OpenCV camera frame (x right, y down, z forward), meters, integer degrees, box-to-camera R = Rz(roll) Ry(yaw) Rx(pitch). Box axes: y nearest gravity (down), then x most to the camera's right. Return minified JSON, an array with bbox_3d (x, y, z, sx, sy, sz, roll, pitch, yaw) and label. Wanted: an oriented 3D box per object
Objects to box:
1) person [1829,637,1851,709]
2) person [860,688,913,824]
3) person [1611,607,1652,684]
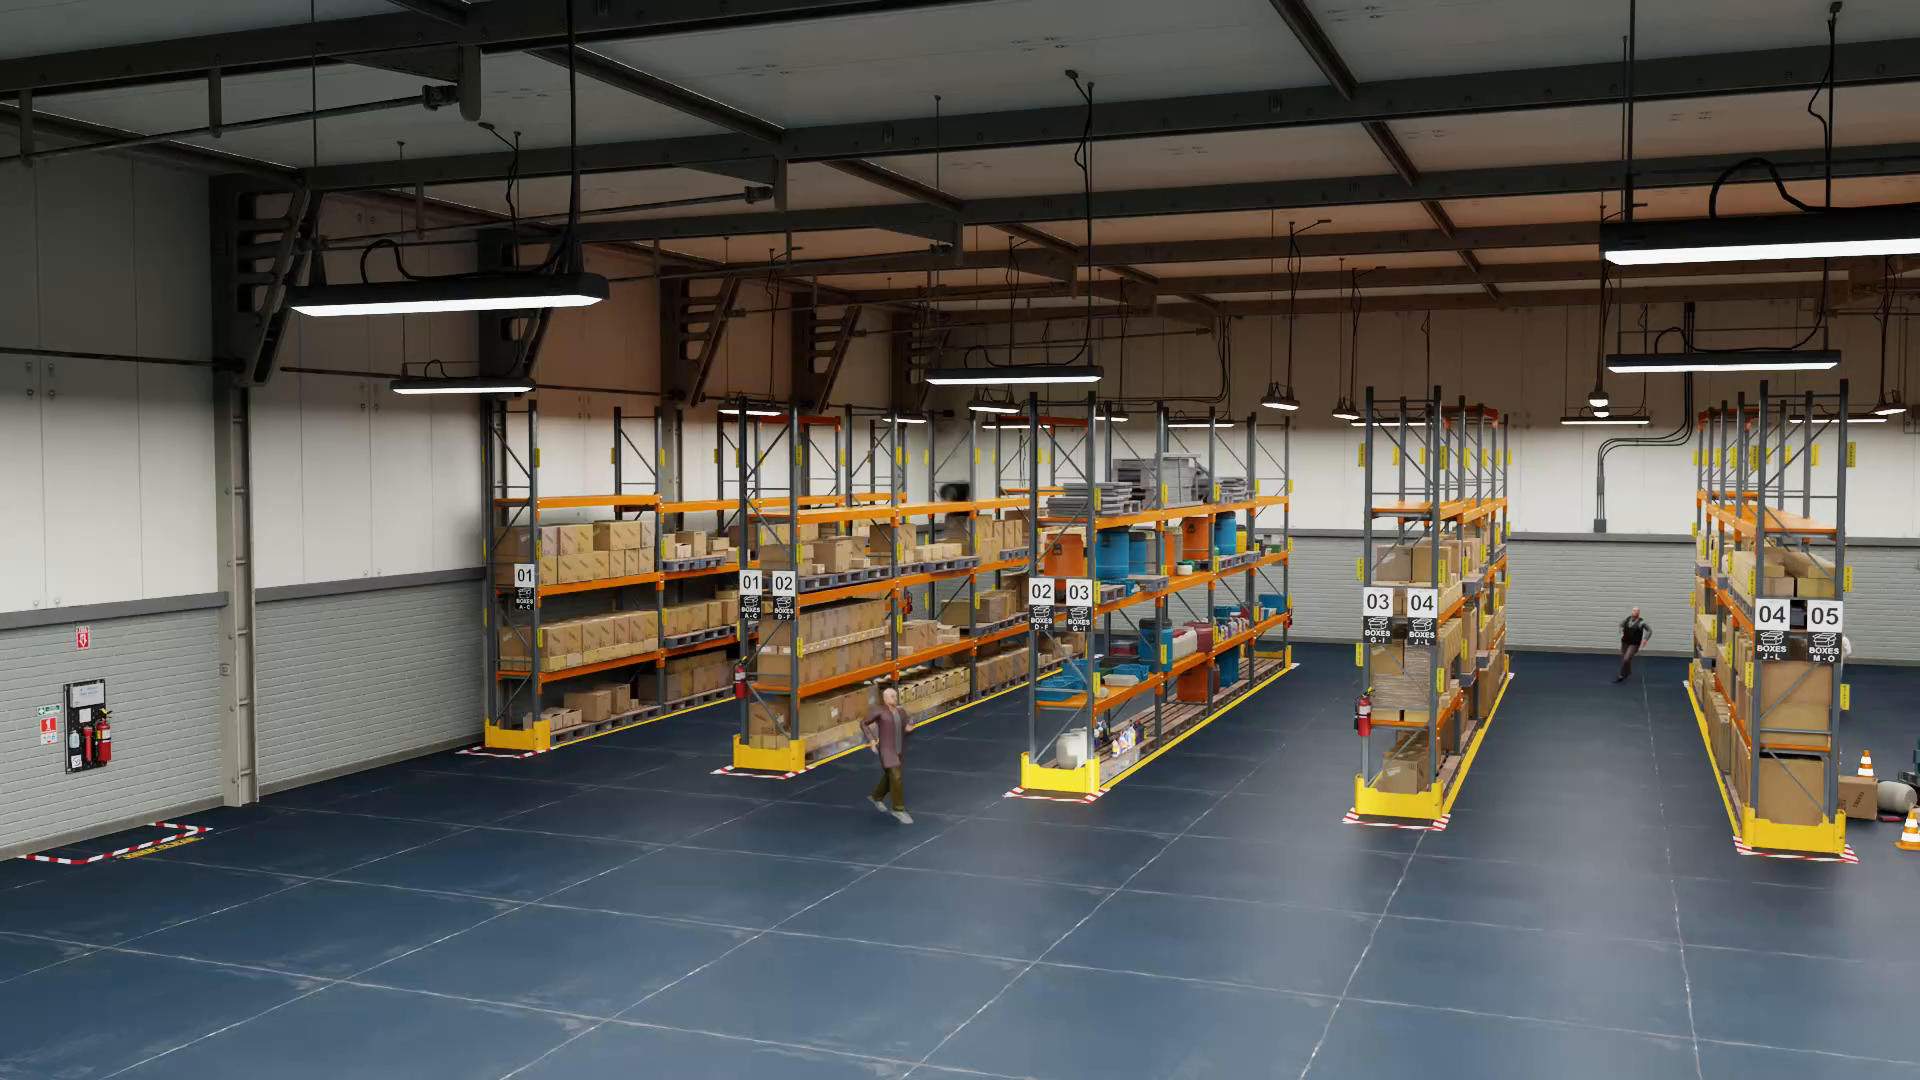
[{"bbox_3d":[17.392,2.499,33.224,0.707,1.739,0.566,1,3,15],"label":"person"},{"bbox_3d":[-0.963,2.954,23.042,0.988,1.808,0.687,2,4,42],"label":"person"},{"bbox_3d":[14.884,2.321,36.864,0.908,1.698,0.760,-2,4,-40],"label":"person"}]
